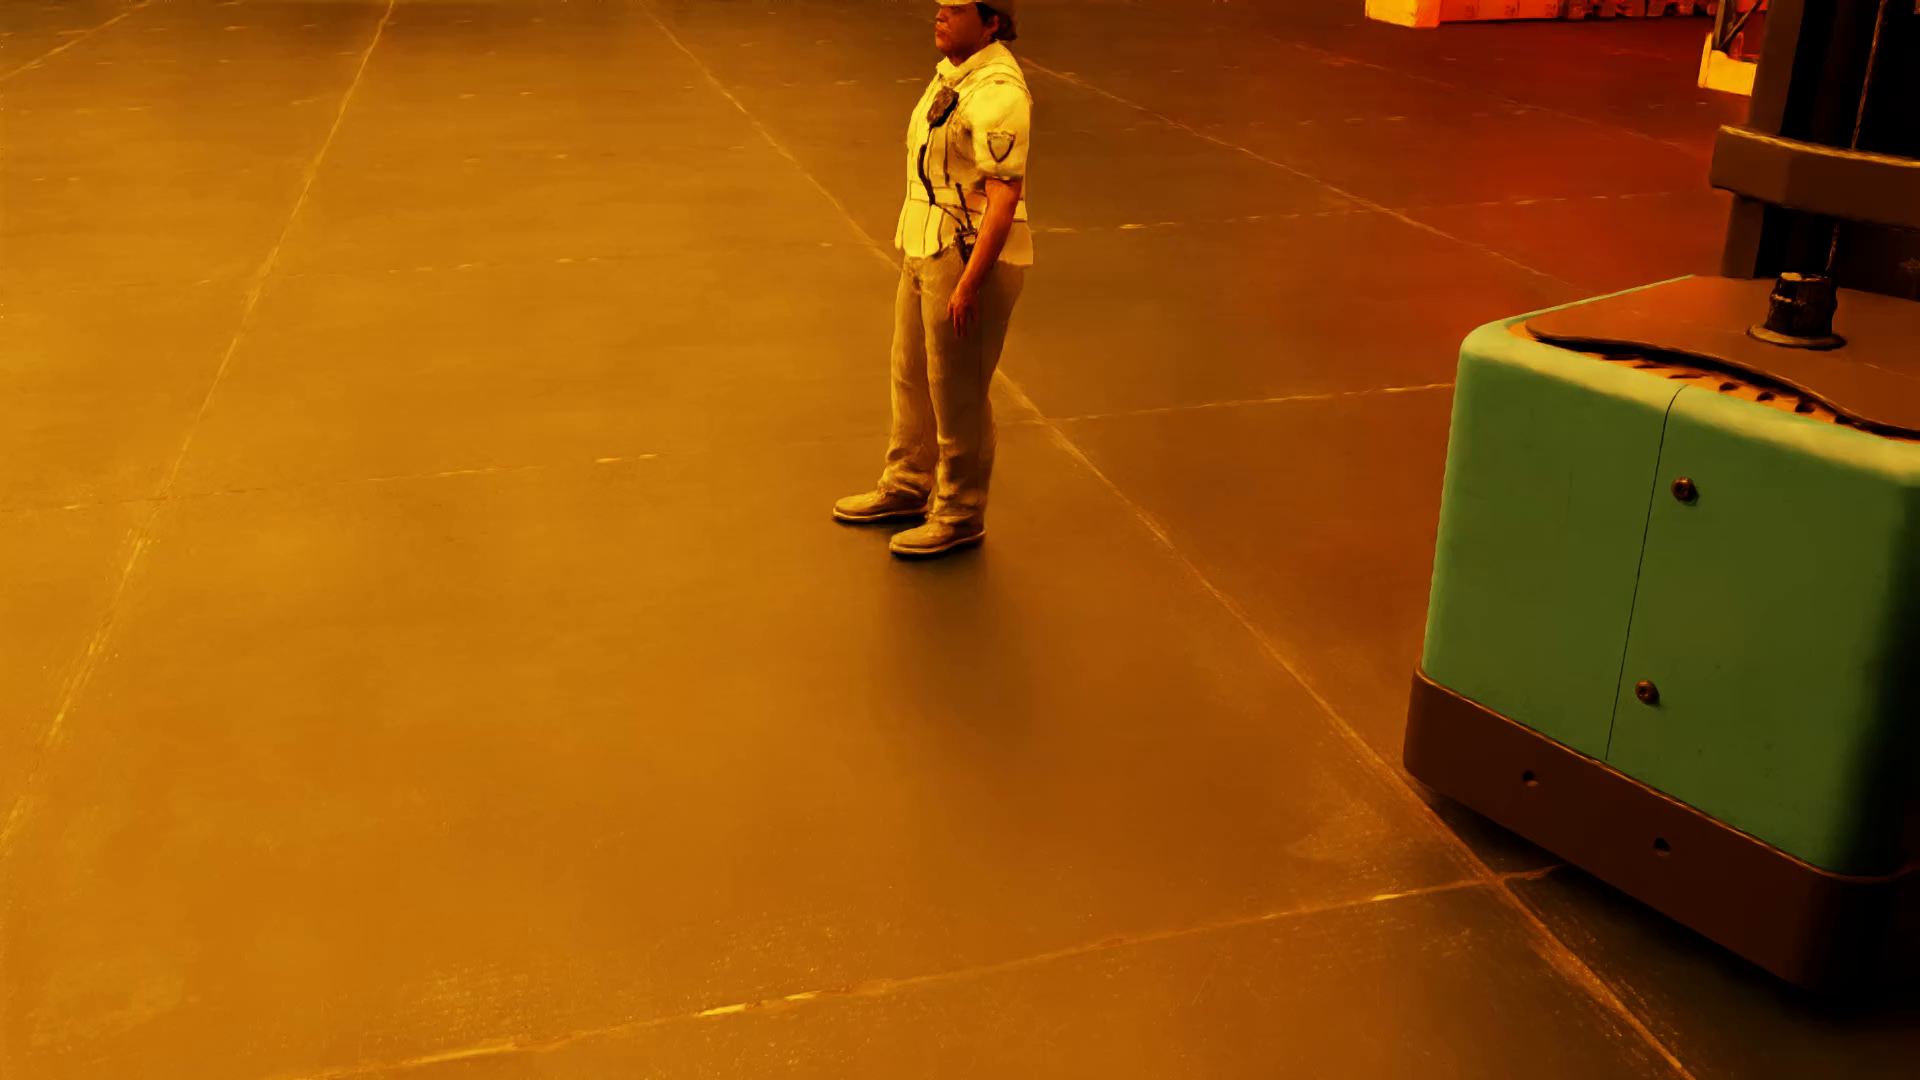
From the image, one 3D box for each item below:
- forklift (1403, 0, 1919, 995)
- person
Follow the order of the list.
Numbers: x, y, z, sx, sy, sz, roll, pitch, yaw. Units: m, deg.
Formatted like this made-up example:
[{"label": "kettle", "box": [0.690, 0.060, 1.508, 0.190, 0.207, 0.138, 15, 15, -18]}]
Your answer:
[{"label": "forklift", "box": [2.484, -0.964, 3.575, 3.031, 2.935, 1.130, -15, 27, -32]}, {"label": "person", "box": [-0.080, -0.774, 4.725, 0.529, 1.669, 0.598, -6, 24, -14]}]
